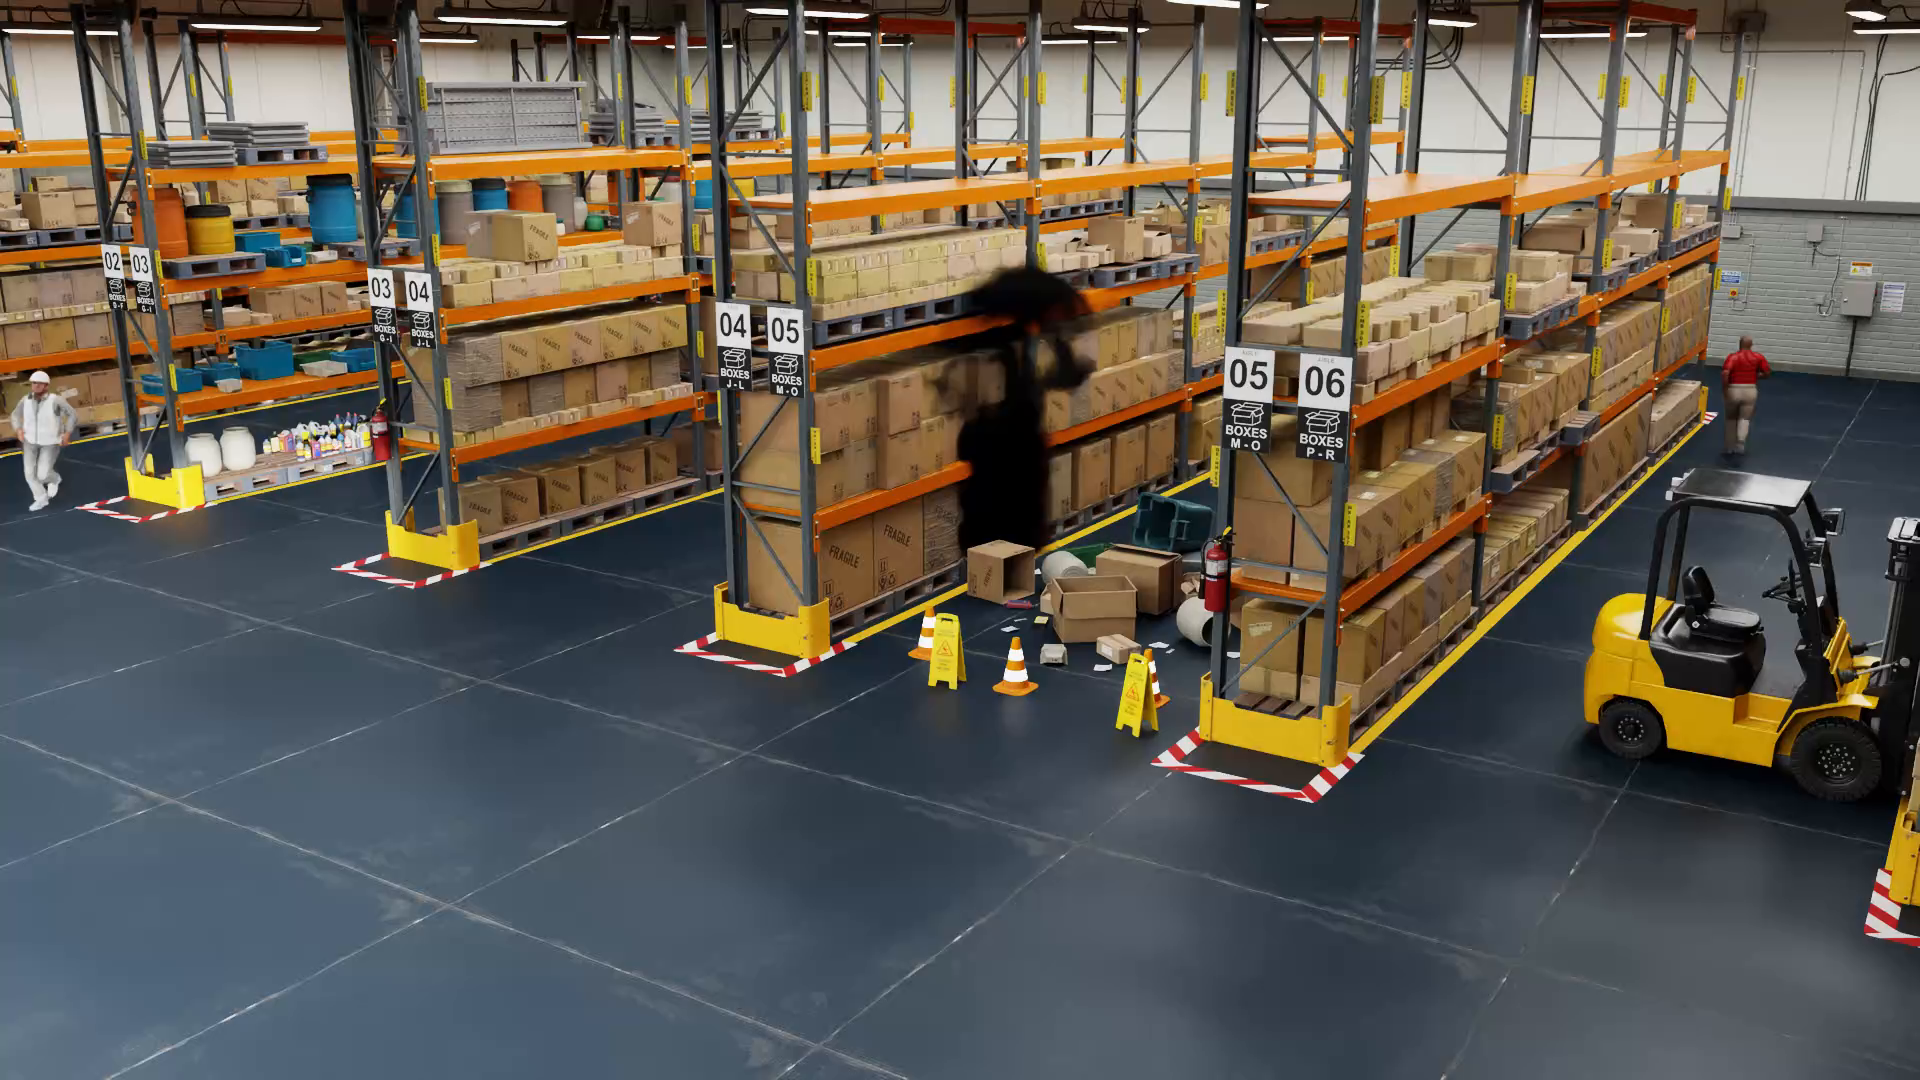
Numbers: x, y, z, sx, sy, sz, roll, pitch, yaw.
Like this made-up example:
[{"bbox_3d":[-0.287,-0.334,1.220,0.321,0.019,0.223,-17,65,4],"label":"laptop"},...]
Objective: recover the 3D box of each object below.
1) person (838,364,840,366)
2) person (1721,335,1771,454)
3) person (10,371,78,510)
[{"bbox_3d":[-1.321,-1.065,19.091,0.712,1.609,0.894,5,16,17],"label":"person"},{"bbox_3d":[10.928,-1.993,23.233,0.653,1.733,0.837,4,16,15],"label":"person"},{"bbox_3d":[-11.279,-1.237,20.510,0.745,1.718,0.542,-2,16,-5],"label":"person"}]
